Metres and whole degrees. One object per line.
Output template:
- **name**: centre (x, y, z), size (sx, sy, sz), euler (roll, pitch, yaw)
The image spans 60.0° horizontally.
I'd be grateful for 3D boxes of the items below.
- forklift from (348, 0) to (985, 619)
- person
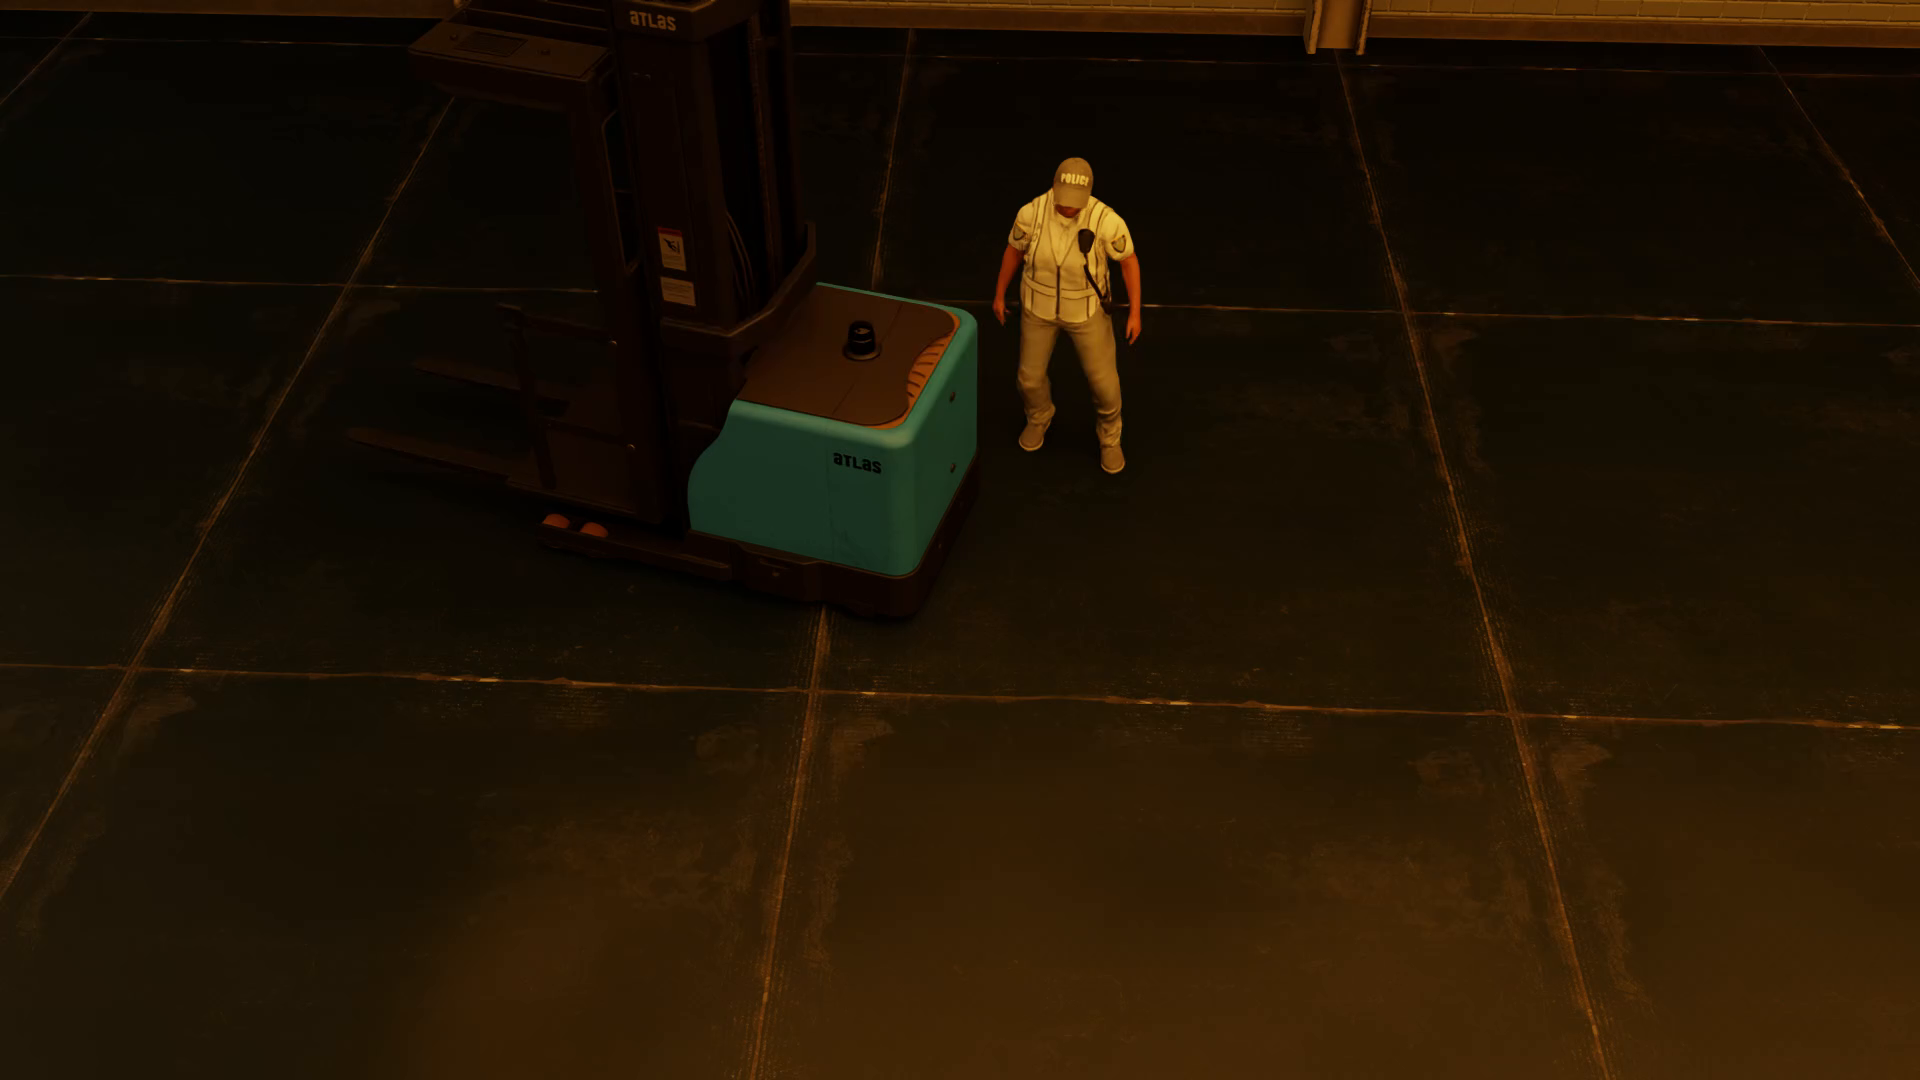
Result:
- **forklift**: centre (-1.458, -1.318, 7.186), size (3.031, 2.935, 1.130), euler (13, 44, 13)
- **person**: centre (0.502, -1.064, 7.878), size (0.764, 1.619, 0.472), euler (9, 43, 10)
